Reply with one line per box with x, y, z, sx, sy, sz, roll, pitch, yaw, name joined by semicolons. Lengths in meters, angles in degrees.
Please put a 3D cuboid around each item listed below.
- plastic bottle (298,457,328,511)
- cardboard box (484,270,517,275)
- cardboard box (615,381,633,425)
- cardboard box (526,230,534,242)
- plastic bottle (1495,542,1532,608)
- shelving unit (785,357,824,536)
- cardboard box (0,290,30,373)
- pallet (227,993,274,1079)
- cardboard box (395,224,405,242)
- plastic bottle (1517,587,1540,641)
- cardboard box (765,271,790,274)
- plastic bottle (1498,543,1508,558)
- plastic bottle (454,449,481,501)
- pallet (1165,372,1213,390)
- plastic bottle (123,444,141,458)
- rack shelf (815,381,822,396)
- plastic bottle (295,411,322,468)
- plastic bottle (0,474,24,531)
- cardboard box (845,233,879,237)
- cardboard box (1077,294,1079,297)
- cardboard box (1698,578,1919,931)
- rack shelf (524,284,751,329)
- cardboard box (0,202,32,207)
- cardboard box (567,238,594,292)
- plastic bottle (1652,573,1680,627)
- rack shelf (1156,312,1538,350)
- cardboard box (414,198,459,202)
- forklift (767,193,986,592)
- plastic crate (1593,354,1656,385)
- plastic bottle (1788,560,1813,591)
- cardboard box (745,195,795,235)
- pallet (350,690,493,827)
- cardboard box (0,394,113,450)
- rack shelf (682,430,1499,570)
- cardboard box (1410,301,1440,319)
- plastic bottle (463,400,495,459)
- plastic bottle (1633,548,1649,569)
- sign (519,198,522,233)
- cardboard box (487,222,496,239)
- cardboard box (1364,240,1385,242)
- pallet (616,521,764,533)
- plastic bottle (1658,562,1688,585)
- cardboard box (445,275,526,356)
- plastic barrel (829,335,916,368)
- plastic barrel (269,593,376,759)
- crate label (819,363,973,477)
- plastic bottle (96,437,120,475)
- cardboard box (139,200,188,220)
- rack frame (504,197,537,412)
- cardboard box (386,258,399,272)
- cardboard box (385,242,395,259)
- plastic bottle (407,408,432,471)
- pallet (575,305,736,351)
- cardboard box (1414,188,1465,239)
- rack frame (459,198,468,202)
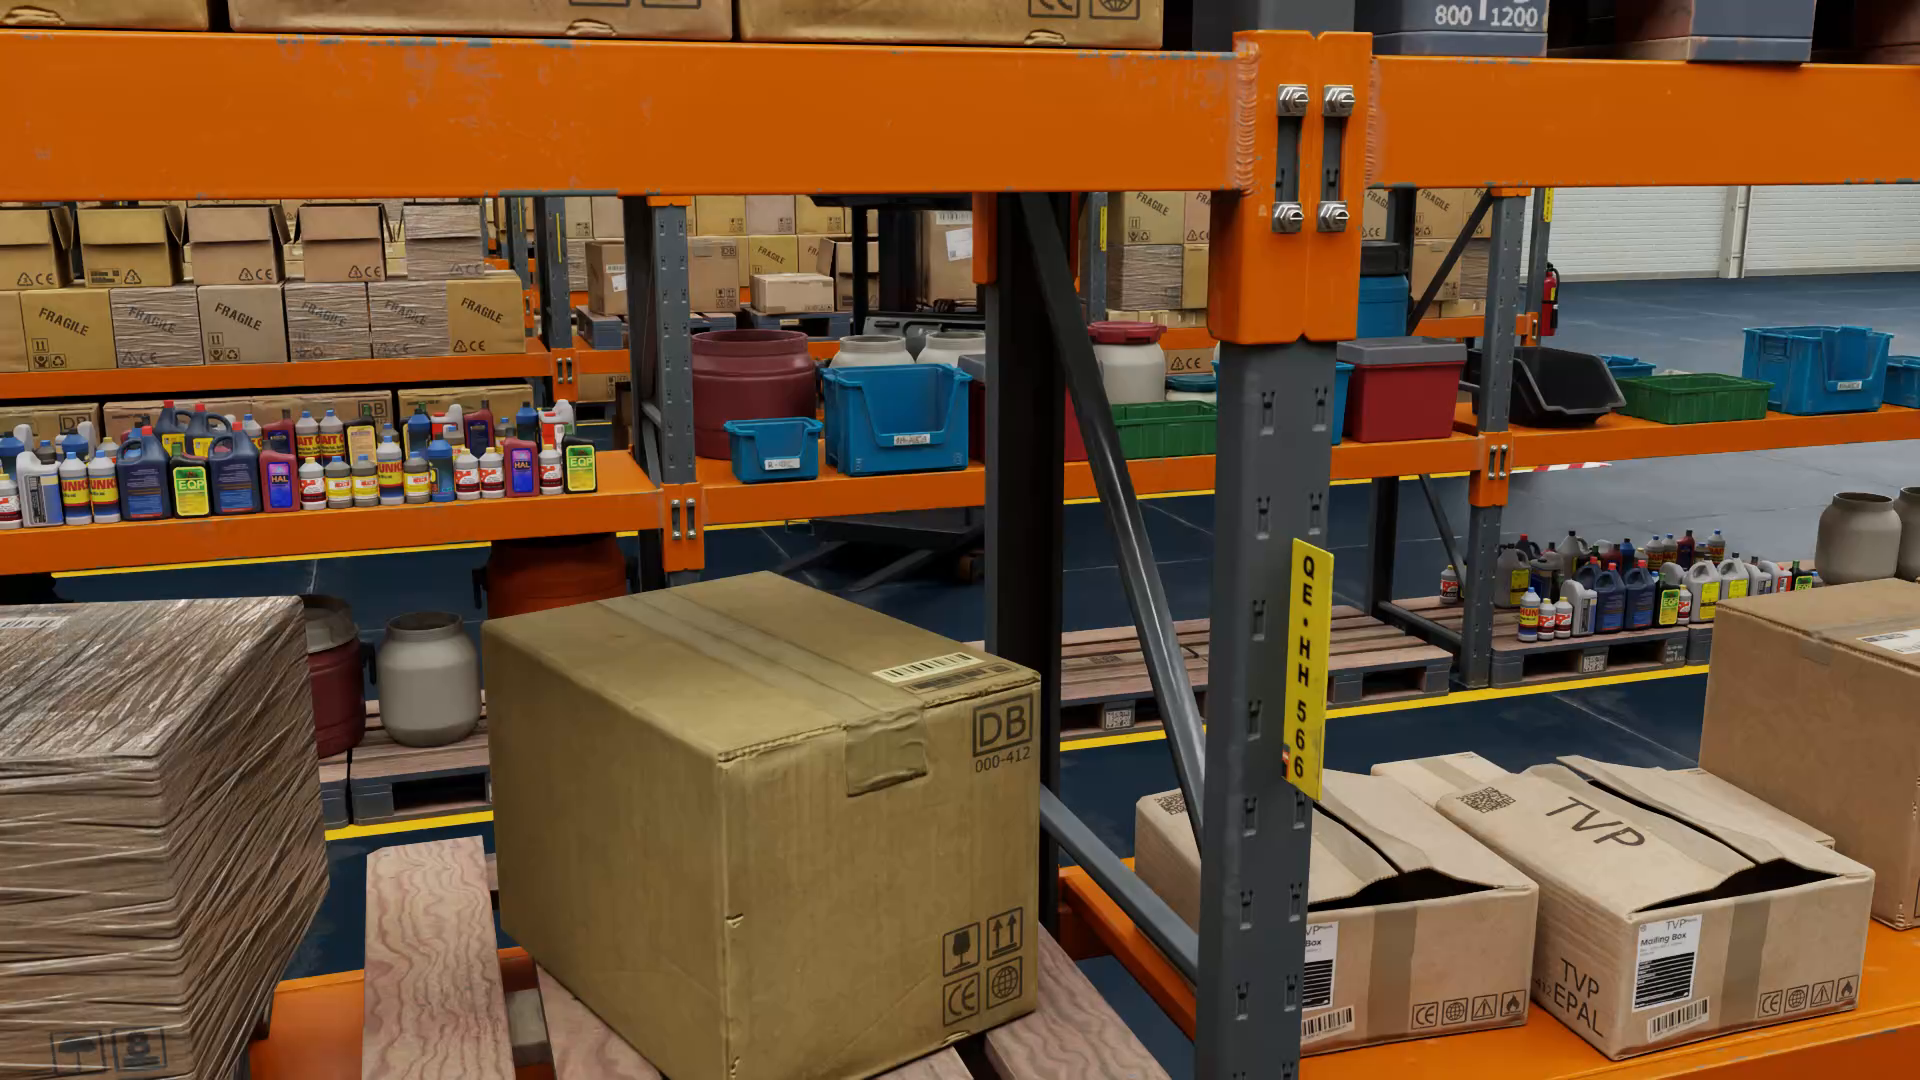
-2.542;-0.223;6.526;0.097;0.201;0.097;0;13;0;plastic bottle
-3.442;-1.673;11.979;0.500;0.500;0.500;-4;14;-16;cardboard box
-2.269;-1.020;12.278;0.500;0.250;0.500;-4;14;-16;cardboard box
-5.409;-3.853;20.995;0.250;0.149;0.380;-5;14;-22;cardboard box
3.041;0.186;9.153;0.185;0.351;0.144;-4;14;-18;plastic bottle
-1.035;-0.677;11.897;0.258;1.200;0.503;6;15;24;shelving unit
-6.170;-1.333;10.550;0.500;0.500;0.500;-4;14;-18;cardboard box
-1.580;0.810;2.170;1.213;0.211;1.003;-4;14;-18;pallet
-5.186;-2.894;15.675;0.250;0.149;0.380;-4;14;-16;cardboard box
2.918;0.376;8.524;0.097;0.271;0.097;0;13;0;plastic bottle
-1.400;-1.922;12.624;0.258;0.266;0.396;-5;14;-20;cardboard box
2.995;0.154;9.286;0.185;0.351;0.144;-5;14;-20;plastic bottle
-1.988;-0.266;6.707;0.097;0.201;0.097;0;13;0;plastic bottle
2.469;-1.854;18.980;1.213;0.211;1.003;-4;14;-18;pallet
-3.191;-0.241;6.453;0.097;0.271;0.097;0;13;0;plastic bottle
-1.035;-1.059;11.806;0.258;0.148;0.480;6;15;24;rack shelf
-2.823;-0.420;7.205;0.097;0.271;0.097;0;13;0;plastic bottle
-3.550;-0.144;6.196;0.097;0.201;0.097;0;13;0;plastic bottle
-0.999;-2.943;17.317;0.500;0.500;0.500;-5;14;-18;cardboard box
0.882;-2.260;18.348;0.875;0.875;0.875;-4;14;-18;cardboard box
1.846;0.396;3.280;0.500;0.500;0.500;-5;14;-21;cardboard box
-2.485;-2.494;17.199;4.000;0.370;1.077;-4;14;-18;rack shelf
-8.531;-2.987;14.697;0.500;0.500;0.500;-5;14;-20;cardboard box
-3.869;-2.719;16.374;0.500;0.500;0.500;-4;14;-17;cardboard box
3.722;0.312;8.768;0.133;0.283;0.061;-4;14;-16;plastic bottle
2.792;-1.694;13.836;4.000;0.370;1.077;-4;14;-18;rack shelf
-6.462;-4.214;20.499;0.500;0.500;0.500;-5;14;-20;cardboard box
-0.293;-1.269;10.646;1.130;2.935;3.031;6;15;23;forklift
3.438;-0.879;9.176;0.616;0.251;0.499;-4;14;-18;plastic crate
4.561;0.247;9.042;0.133;0.283;0.061;-4;14;-17;plastic bottle
-2.024;-3.413;17.132;0.500;0.500;0.700;-4;14;-18;cardboard box
-2.049;0.909;7.363;1.213;0.211;1.003;-4;14;-18;pallet
-6.086;-0.528;11.064;0.875;0.875;1.225;-4;14;-18;cardboard box
0.581;-0.312;8.028;4.000;0.370;1.077;-4;14;-18;rack shelf
3.784;-1.940;13.858;0.250;0.149;0.380;-4;14;-18;cardboard box
-2.154;-0.482;7.441;0.133;0.283;0.061;-4;14;-18;plastic bottle
3.936;0.148;9.636;0.097;0.201;0.097;0;13;0;plastic bottle
-4.199;-3.103;15.873;0.005;0.325;0.100;-4;14;-18;sign
-7.143;-4.769;25.534;0.500;0.250;0.500;-4;14;-18;cardboard box
3.234;-2.259;13.801;0.500;0.500;0.875;-4;14;-18;cardboard box
-2.154;-0.302;12.454;1.213;0.211;1.003;-4;14;-18;pallet
3.884;0.257;9.016;0.135;0.276;0.152;-4;14;-18;plastic bottle
-3.283;-1.559;11.498;0.500;0.500;0.500;-4;14;-16;cardboard box
-0.408;-0.692;7.827;0.421;0.512;0.421;0;13;0;plastic barrel
-2.844;0.578;7.036;0.708;0.588;0.600;-4;14;-18;plastic barrel
-0.287;-0.546;7.379;0.616;0.435;0.502;-4;14;-18;crate label
-3.563;-0.328;6.971;0.097;0.201;0.097;0;13;0;plastic bottle
-9.338;-3.984;19.531;0.500;0.500;0.500;-4;14;-17;cardboard box
-4.381;-2.696;16.495;0.127;3.000;1.000;-4;14;-18;rack frame
-5.419;-2.586;15.669;0.250;0.149;0.380;-5;14;-19;cardboard box
-5.442;-2.728;15.623;0.250;0.149;0.380;-4;14;-18;cardboard box
-2.366;-0.441;7.292;0.097;0.271;0.097;0;13;0;plastic bottle
-2.253;-1.583;12.232;1.003;0.211;1.213;-4;14;-18;pallet
3.773;-2.738;13.652;0.500;0.500;0.500;-4;14;-18;cardboard box
-7.642;-4.863;25.604;0.127;3.000;1.000;-4;14;-18;rack frame
